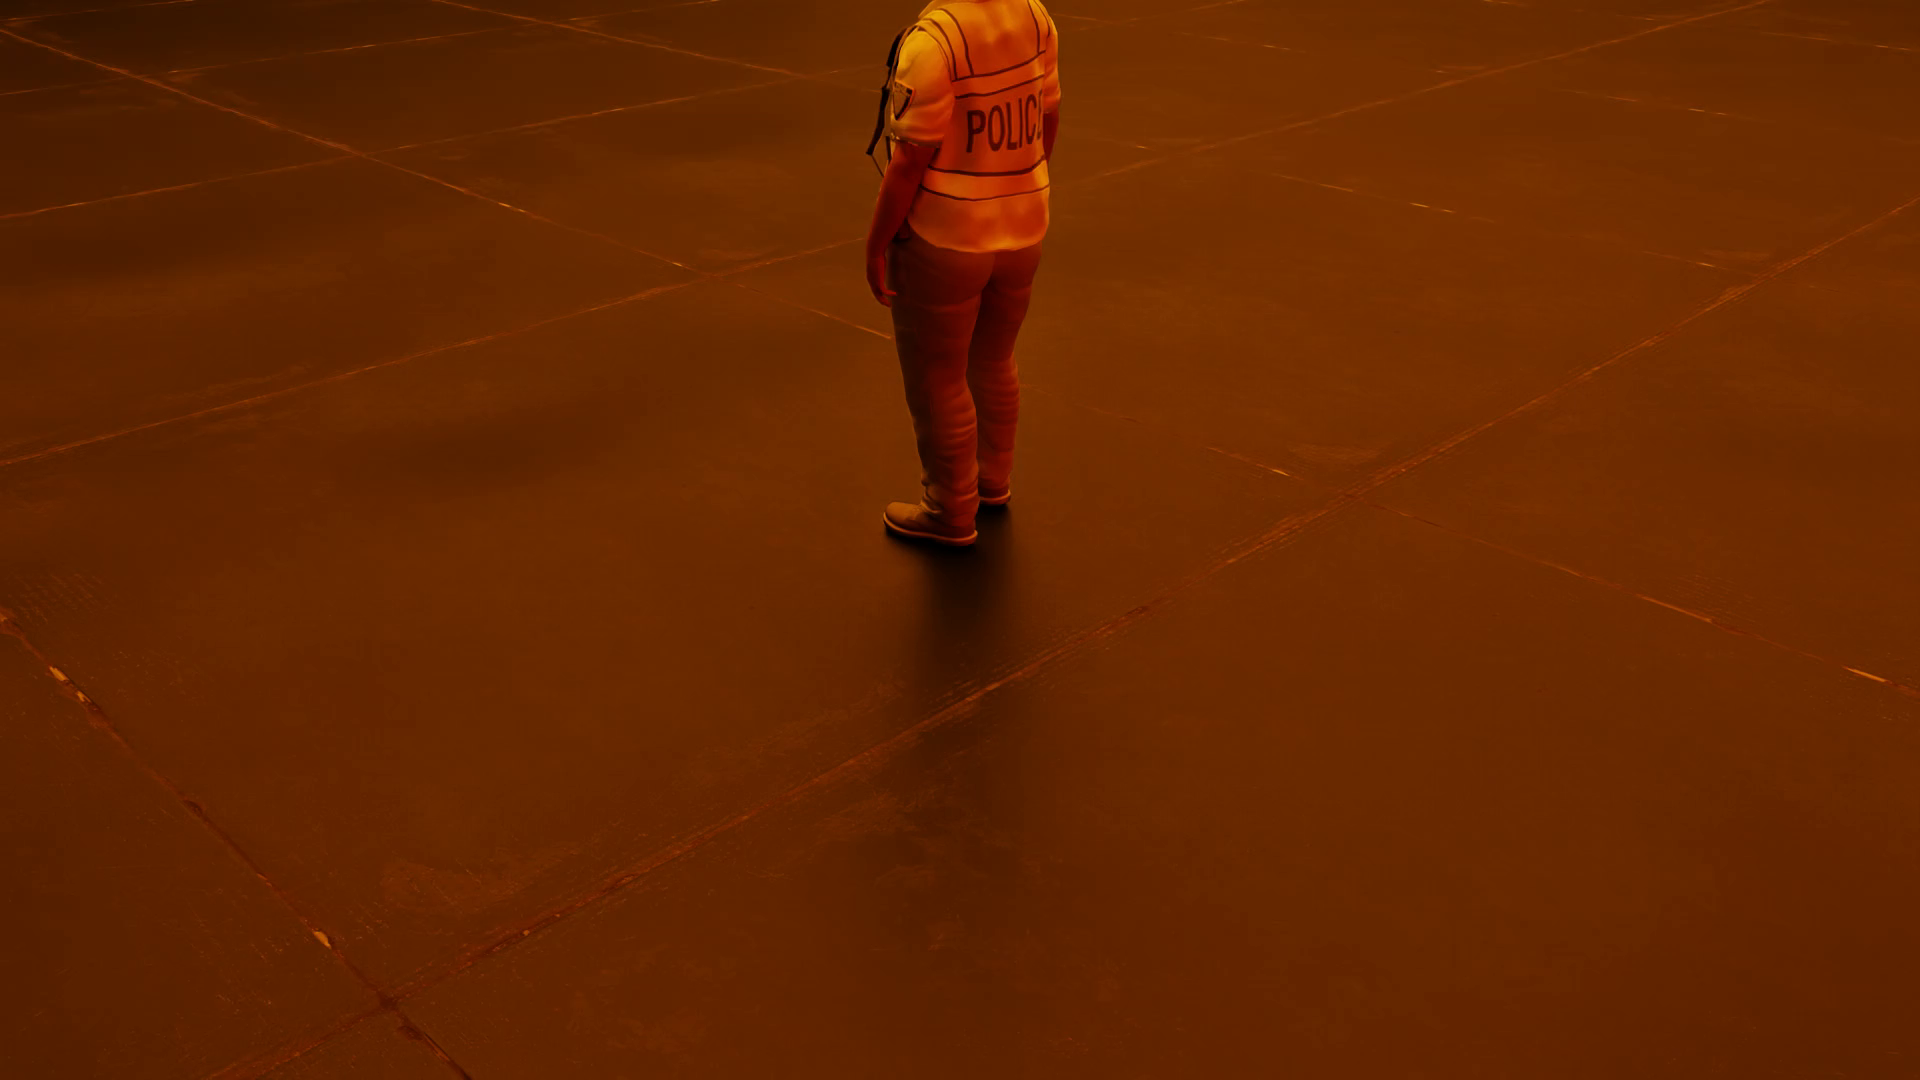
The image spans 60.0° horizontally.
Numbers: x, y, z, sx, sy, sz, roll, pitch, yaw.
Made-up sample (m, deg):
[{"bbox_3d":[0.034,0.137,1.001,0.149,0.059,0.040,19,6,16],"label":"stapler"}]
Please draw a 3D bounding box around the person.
[{"bbox_3d":[-0.038,-0.787,4.235,0.598,1.670,0.529,-24,35,-39],"label":"person"}]
